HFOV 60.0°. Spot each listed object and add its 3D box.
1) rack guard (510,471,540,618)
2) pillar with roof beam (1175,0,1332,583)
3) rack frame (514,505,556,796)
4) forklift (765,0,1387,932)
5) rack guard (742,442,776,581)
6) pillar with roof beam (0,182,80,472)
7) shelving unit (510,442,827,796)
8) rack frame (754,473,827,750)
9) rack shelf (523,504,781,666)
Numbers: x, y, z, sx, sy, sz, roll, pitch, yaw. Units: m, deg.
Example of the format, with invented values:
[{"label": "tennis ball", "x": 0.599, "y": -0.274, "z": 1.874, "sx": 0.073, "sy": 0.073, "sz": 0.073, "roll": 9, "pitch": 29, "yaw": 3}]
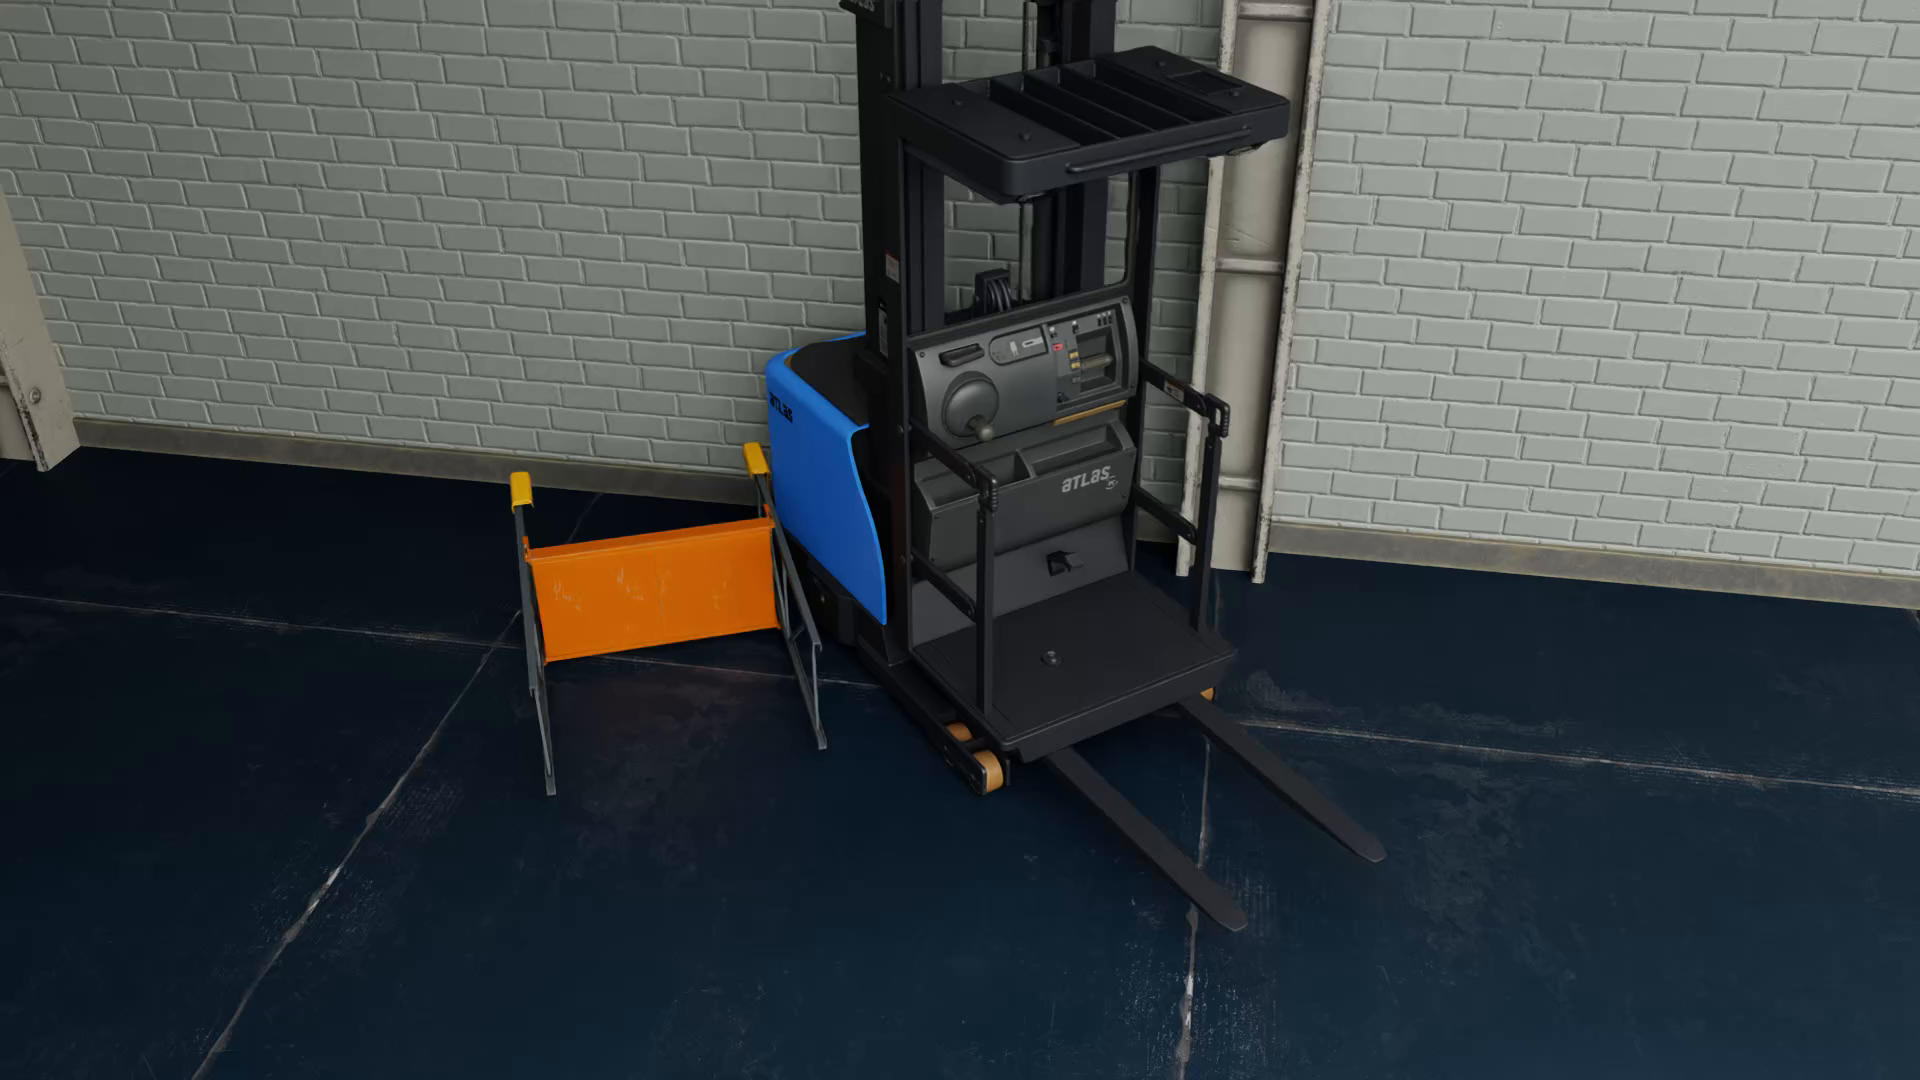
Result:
[{"label": "rack guard", "x": -1.847, "y": 0.023, "z": 7.136, "sx": 0.087, "sy": 0.587, "sz": 0.250, "roll": -8, "pitch": 33, "yaw": -13}, {"label": "pillar with roof beam", "x": 0.466, "y": -1.466, "z": 1.611, "sx": 0.400, "sy": 9.000, "sz": 9.100, "roll": 5, "pitch": 32, "yaw": 8}, {"label": "rack frame", "x": -1.702, "y": 0.346, "z": 6.620, "sx": 0.032, "sy": 0.500, "sz": 1.500, "roll": -8, "pitch": 33, "yaw": -13}, {"label": "forklift", "x": 0.368, "y": -0.575, "z": 5.907, "sx": 1.130, "sy": 2.935, "sz": 3.031, "roll": -18, "pitch": 36, "yaw": -26}, {"label": "rack guard", "x": -0.885, "y": -0.115, "z": 7.356, "sx": 0.087, "sy": 0.587, "sz": 0.250, "roll": -8, "pitch": 33, "yaw": -13}, {"label": "pillar with roof beam", "x": -5.449, "y": -2.002, "z": 2.467, "sx": 0.400, "sy": 9.000, "sz": 9.100, "roll": 5, "pitch": 32, "yaw": 8}, {"label": "shelving unit", "x": -1.203, "y": 0.274, "z": 6.735, "sx": 1.083, "sy": 0.587, "sz": 1.500, "roll": -8, "pitch": 33, "yaw": -13}, {"label": "rack frame", "x": -0.721, "y": 0.205, "z": 6.845, "sx": 0.032, "sy": 0.500, "sz": 1.500, "roll": -8, "pitch": 33, "yaw": -13}, {"label": "rack shelf", "x": -1.258, "y": 0.183, "z": 6.880, "sx": 1.000, "sy": 0.538, "sz": 0.185, "roll": -8, "pitch": 33, "yaw": -13}]
